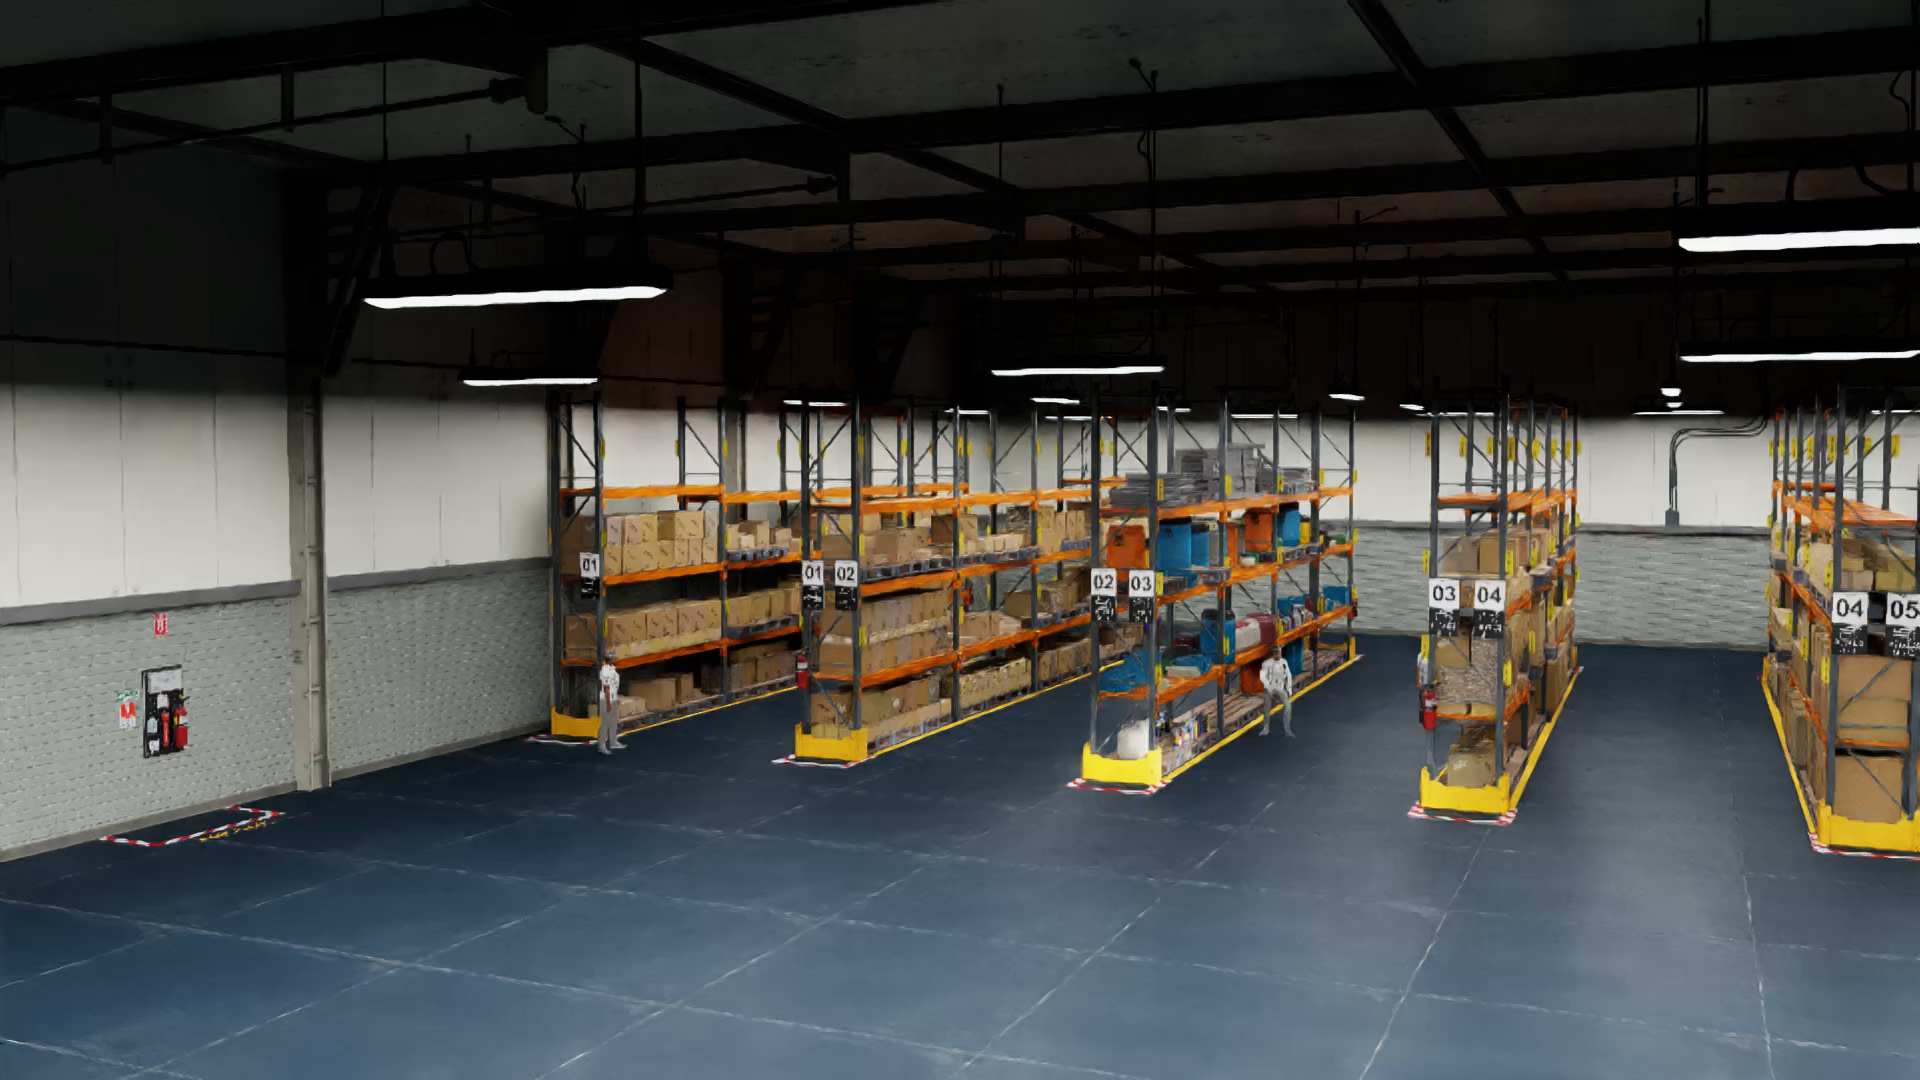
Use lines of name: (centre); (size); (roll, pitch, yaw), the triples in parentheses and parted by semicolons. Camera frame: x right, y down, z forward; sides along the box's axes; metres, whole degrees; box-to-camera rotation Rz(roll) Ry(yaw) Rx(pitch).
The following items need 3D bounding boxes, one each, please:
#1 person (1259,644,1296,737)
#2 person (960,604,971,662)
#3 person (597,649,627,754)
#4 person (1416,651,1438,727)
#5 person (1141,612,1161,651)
person: (5.469, 2.596, 28.833); (0.611, 1.627, 0.712); (0, 3, -1)
person: (0.055, 2.183, 36.339); (0.448, 1.590, 1.099); (2, 4, 26)
person: (-5.732, 2.641, 27.339); (0.437, 1.681, 0.527); (0, 3, -2)
person: (8.473, 2.542, 29.963); (0.497, 1.583, 1.090); (2, 4, 26)
person: (4.318, 2.124, 37.480); (0.445, 1.566, 1.091); (1, 3, 21)
